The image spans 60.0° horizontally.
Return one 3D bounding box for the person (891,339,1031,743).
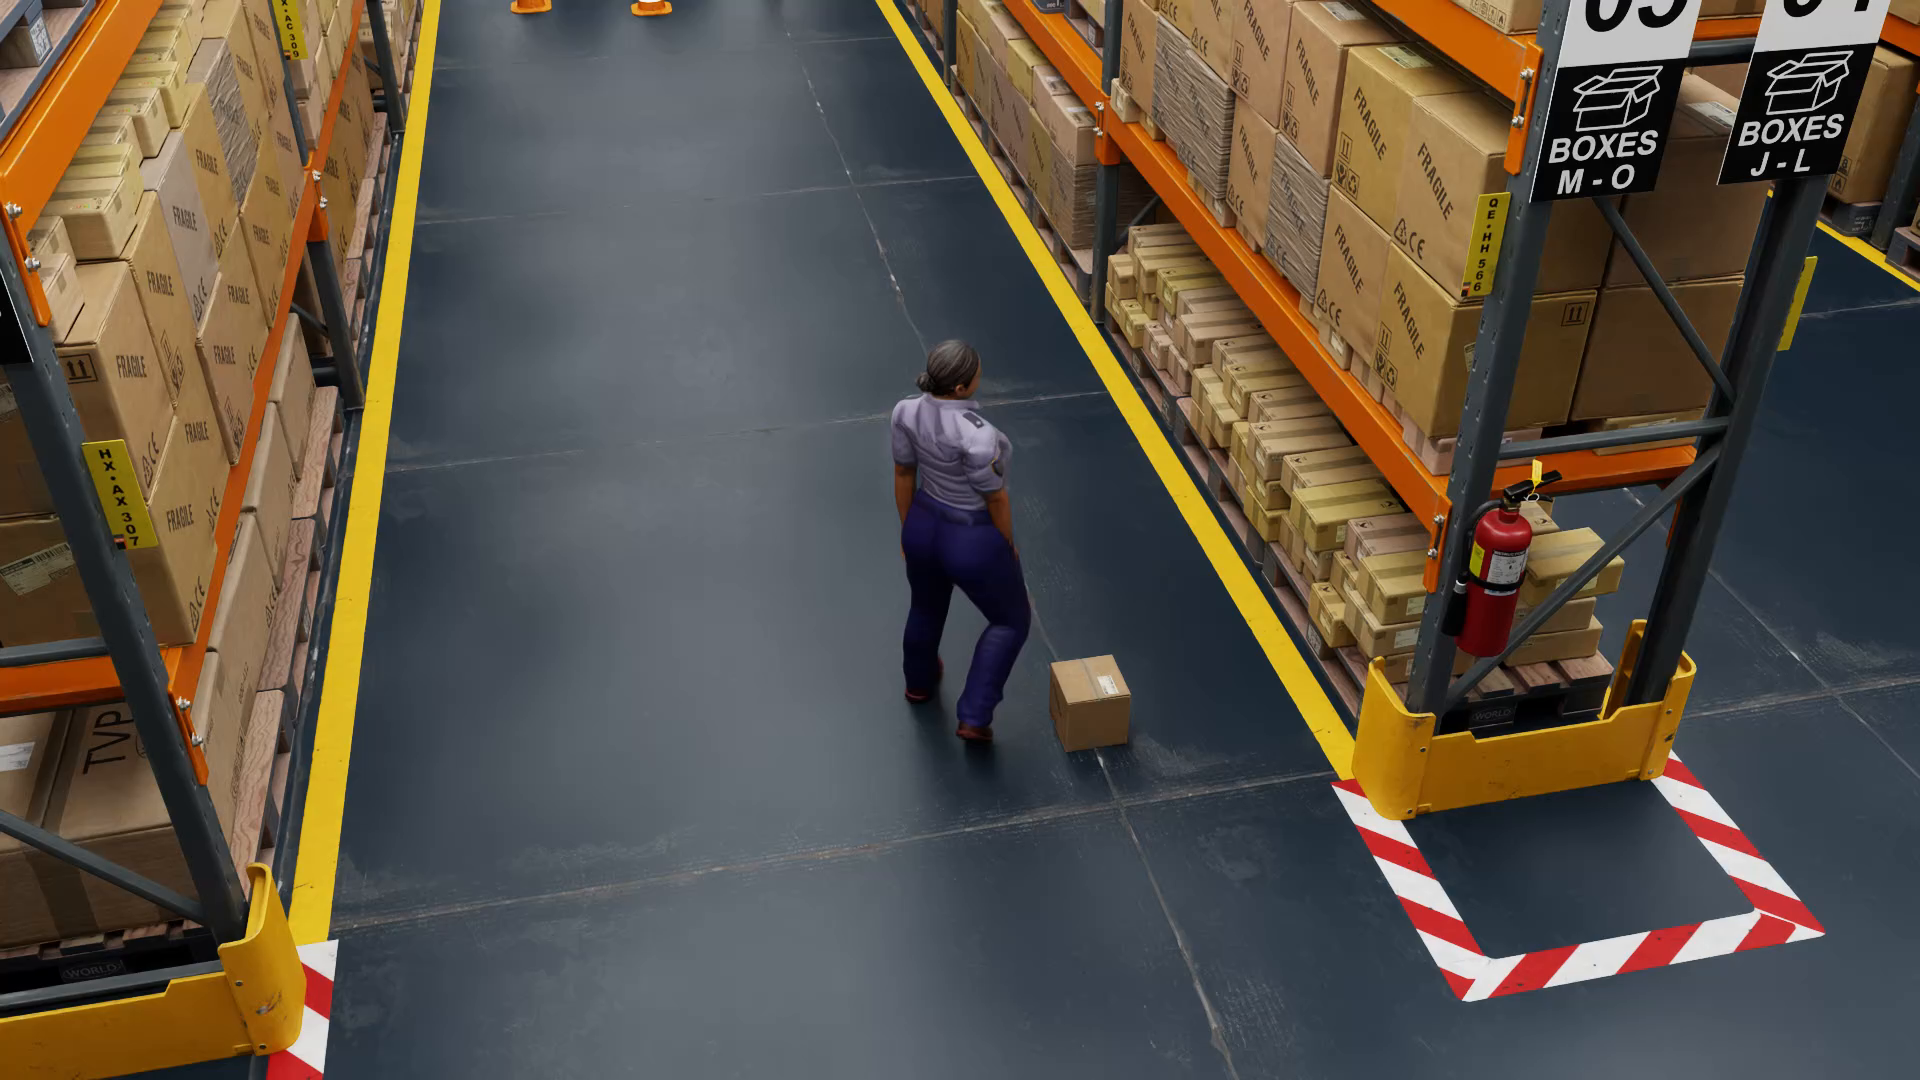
[{"bbox_3d":[-0.041,0.006,6.119,0.597,1.657,0.430,26,42,33],"label":"person"}]
